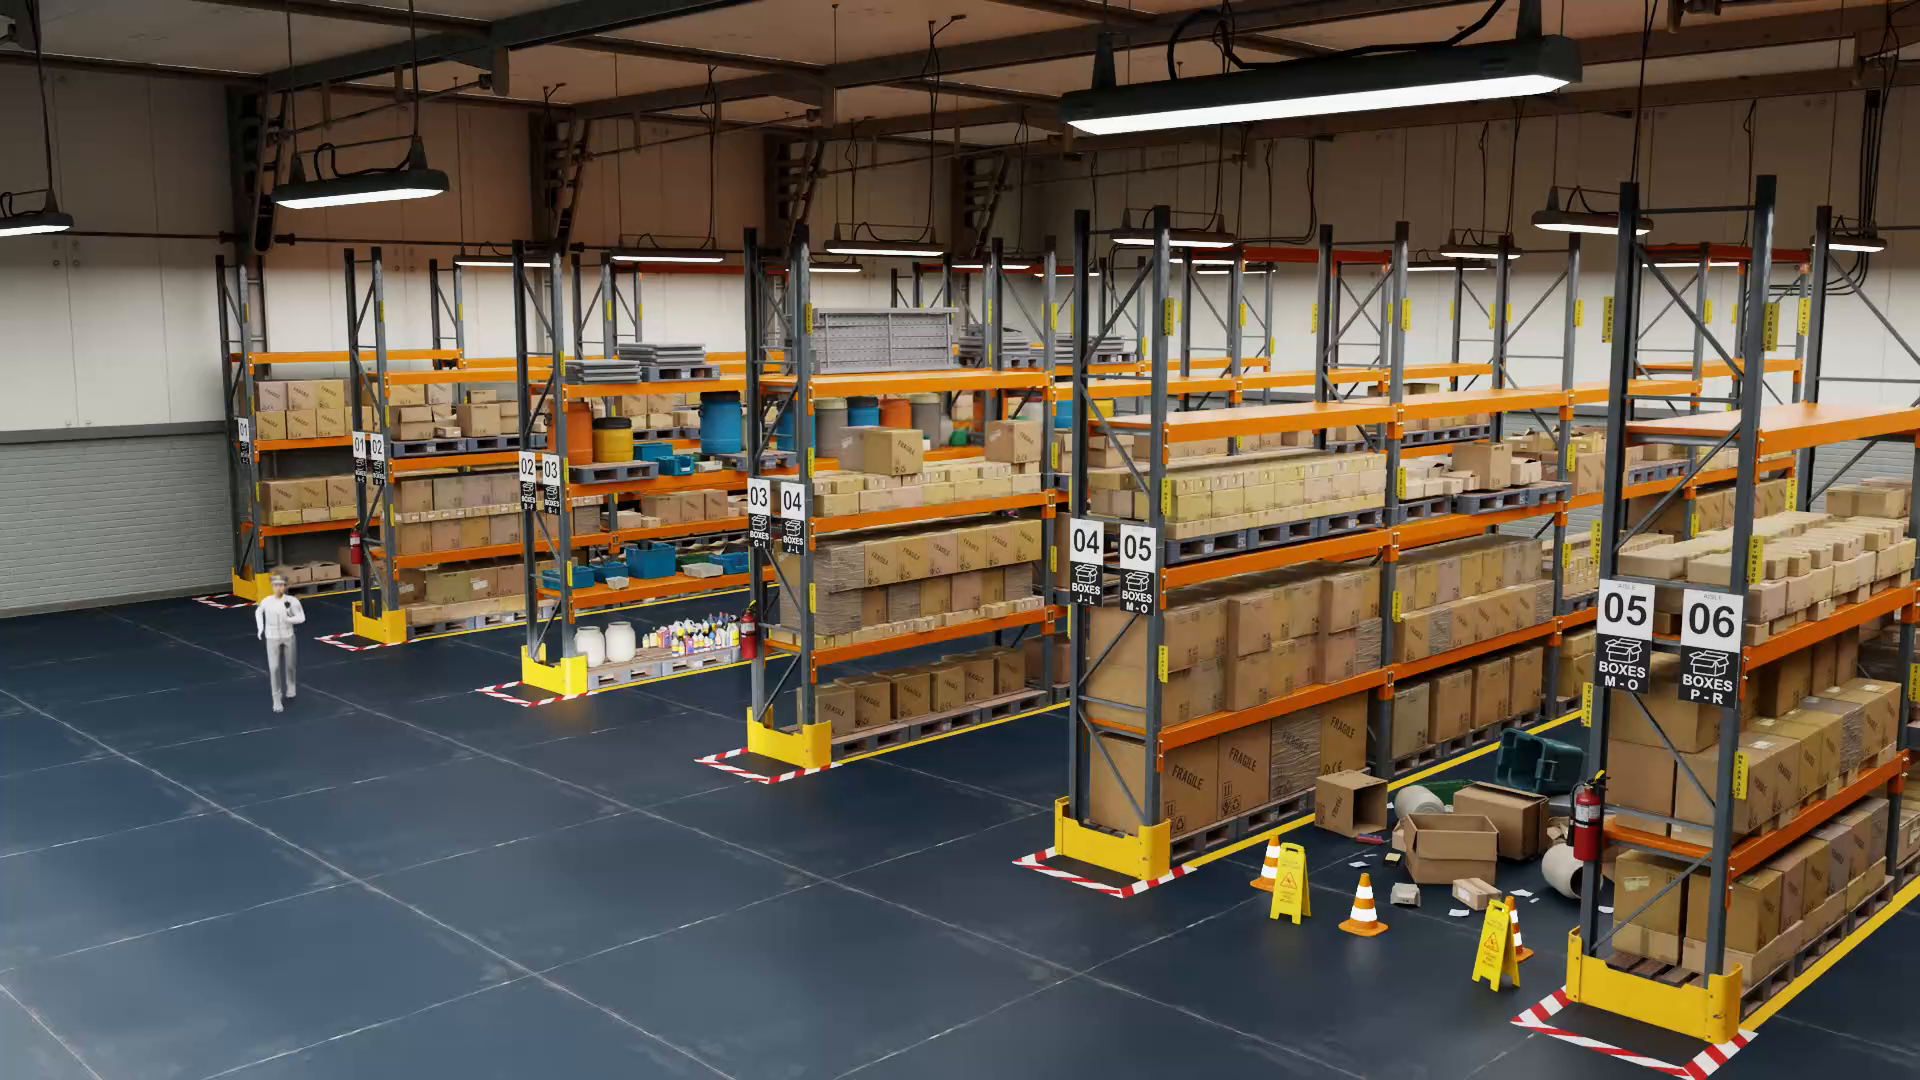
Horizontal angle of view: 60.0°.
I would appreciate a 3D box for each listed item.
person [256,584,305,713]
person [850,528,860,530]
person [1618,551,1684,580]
[{"bbox_3d":[-8.738,1.304,21.418,0.599,1.670,0.895,-3,9,-20],"label":"person"},{"bbox_3d":[-1.716,0.053,28.354,0.843,1.661,0.588,-8,11,-44],"label":"person"},{"bbox_3d":[10.055,1.196,15.895,12.483,3.218,2.057,-8,11,-43],"label":"person"}]
